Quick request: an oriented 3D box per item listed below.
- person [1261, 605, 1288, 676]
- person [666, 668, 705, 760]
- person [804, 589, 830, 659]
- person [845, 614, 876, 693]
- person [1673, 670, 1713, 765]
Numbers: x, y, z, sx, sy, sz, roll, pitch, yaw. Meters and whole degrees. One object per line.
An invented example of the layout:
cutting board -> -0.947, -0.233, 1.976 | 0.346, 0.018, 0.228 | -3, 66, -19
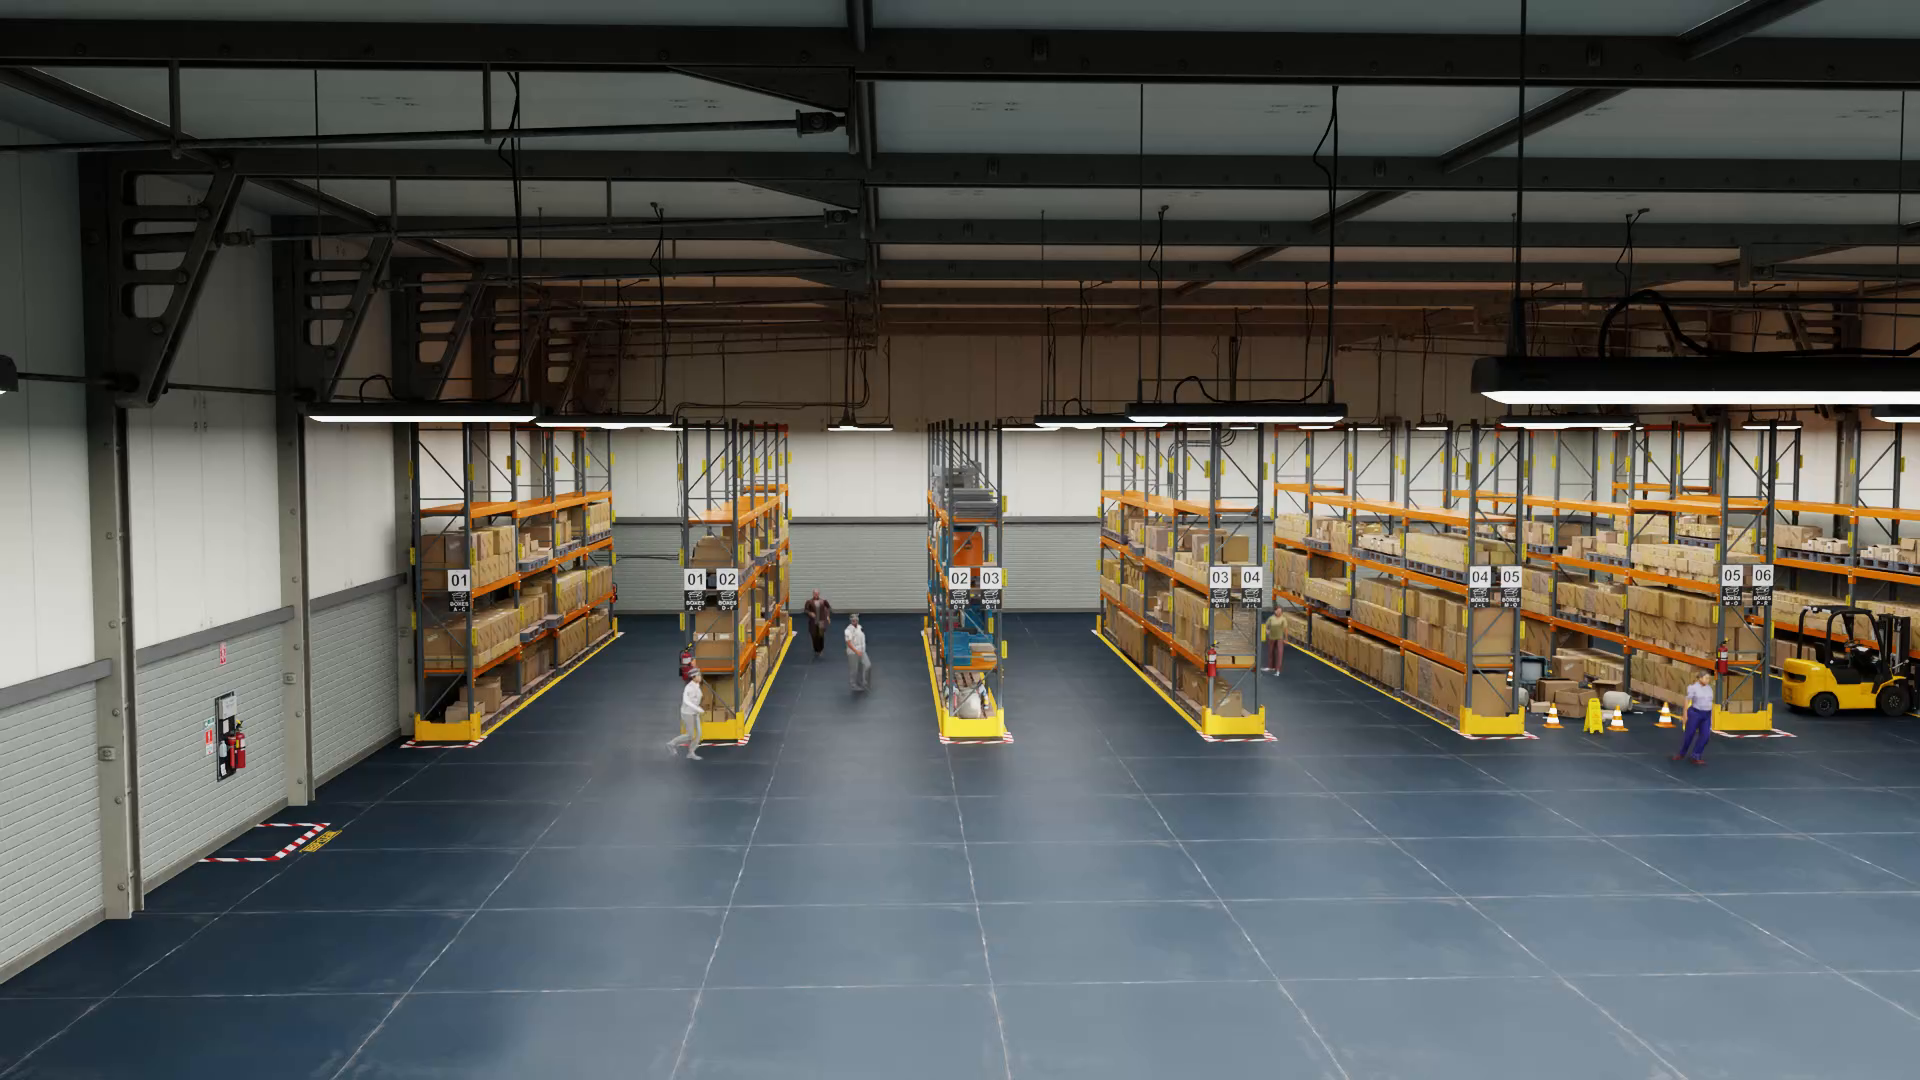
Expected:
person -> 7.484, 2.368, 39.580 | 0.613, 1.662, 0.762 | 2, 4, 25
person -> -4.793, 3.048, 29.198 | 0.717, 1.643, 0.609 | 1, 4, 12
person -> -3.642, 2.176, 42.354 | 0.653, 1.691, 0.849 | 0, 4, -1
person -> -2.254, 2.505, 36.720 | 0.706, 1.776, 0.631 | -3, 5, -43
person -> 12.722, 3.064, 28.816 | 0.628, 1.630, 0.478 | -1, 4, -15
